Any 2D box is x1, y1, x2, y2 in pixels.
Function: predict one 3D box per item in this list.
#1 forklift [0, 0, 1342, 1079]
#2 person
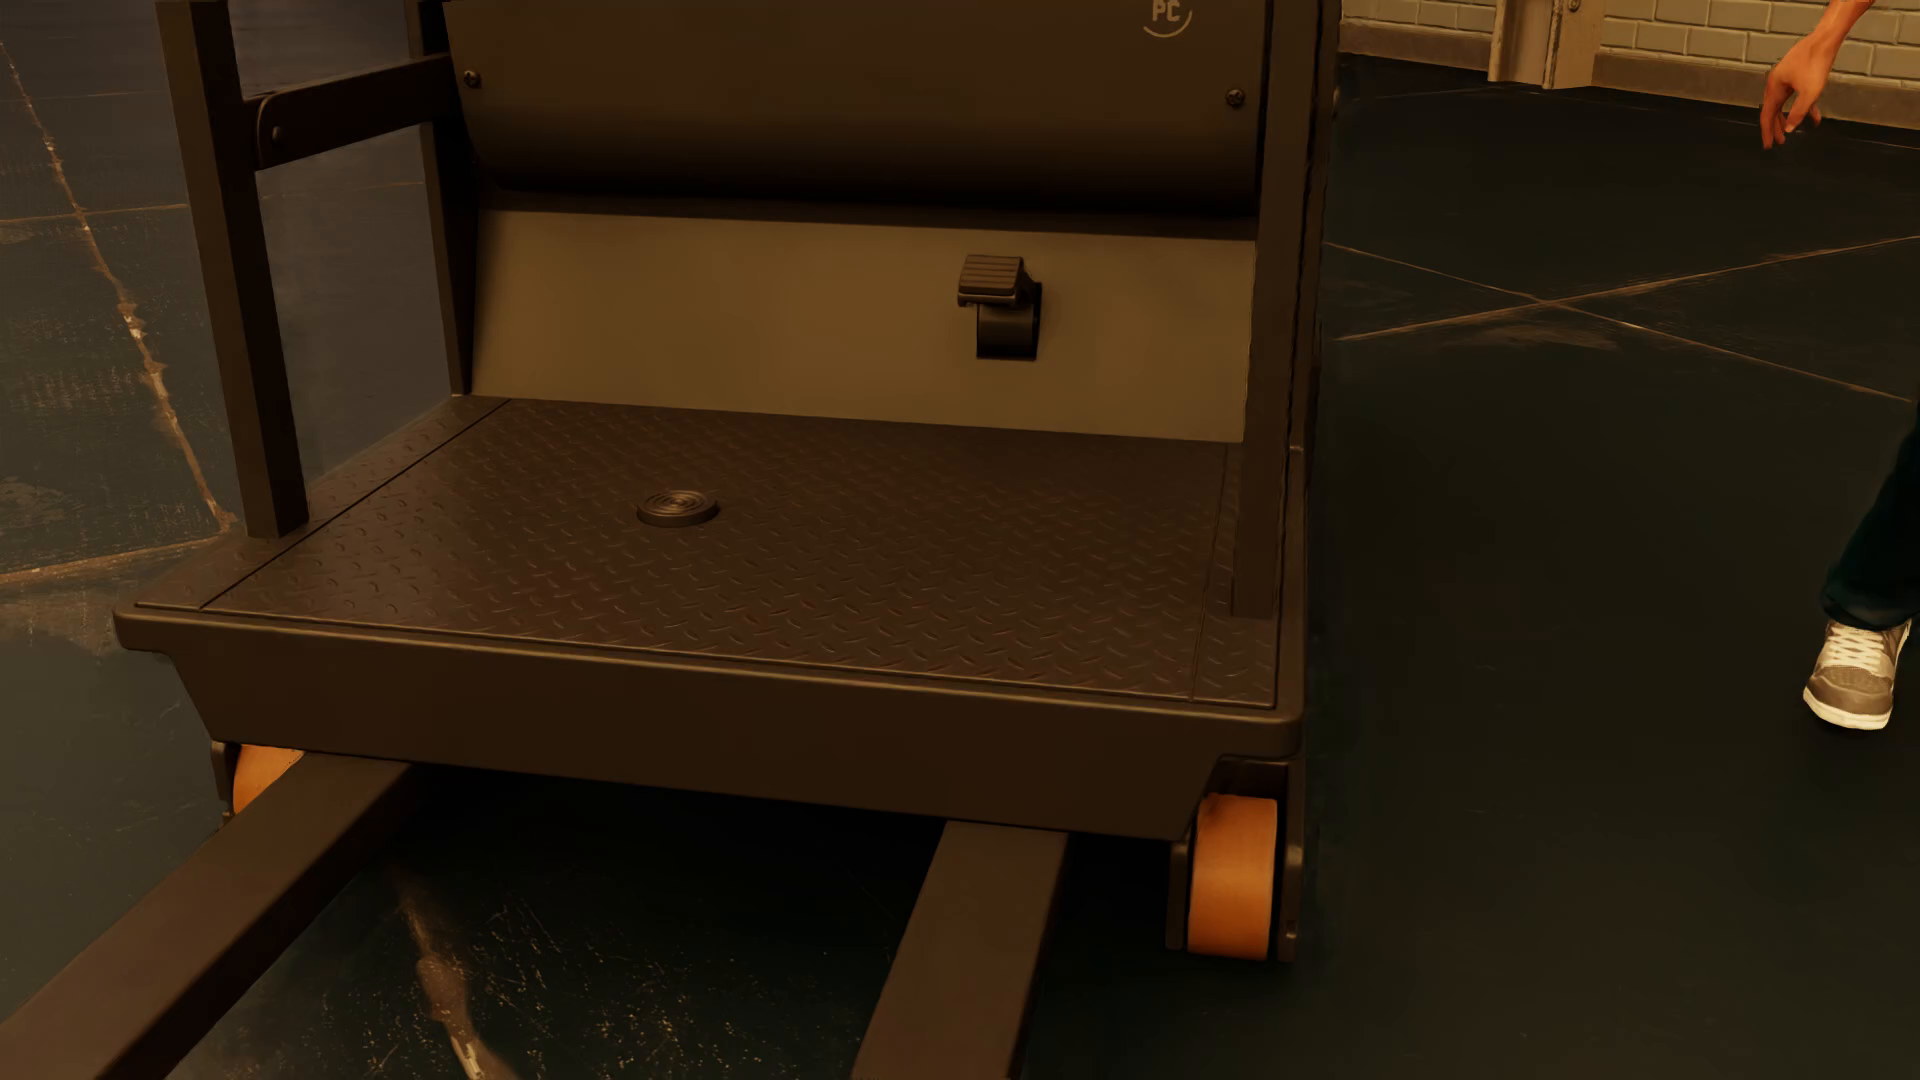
[{"bbox_3d":[-0.165,-1.095,1.443,1.130,2.935,3.031,4,23,10],"label":"forklift"},{"bbox_3d":[1.244,-0.444,1.729,0.744,1.524,0.441,8,24,18],"label":"person"}]
